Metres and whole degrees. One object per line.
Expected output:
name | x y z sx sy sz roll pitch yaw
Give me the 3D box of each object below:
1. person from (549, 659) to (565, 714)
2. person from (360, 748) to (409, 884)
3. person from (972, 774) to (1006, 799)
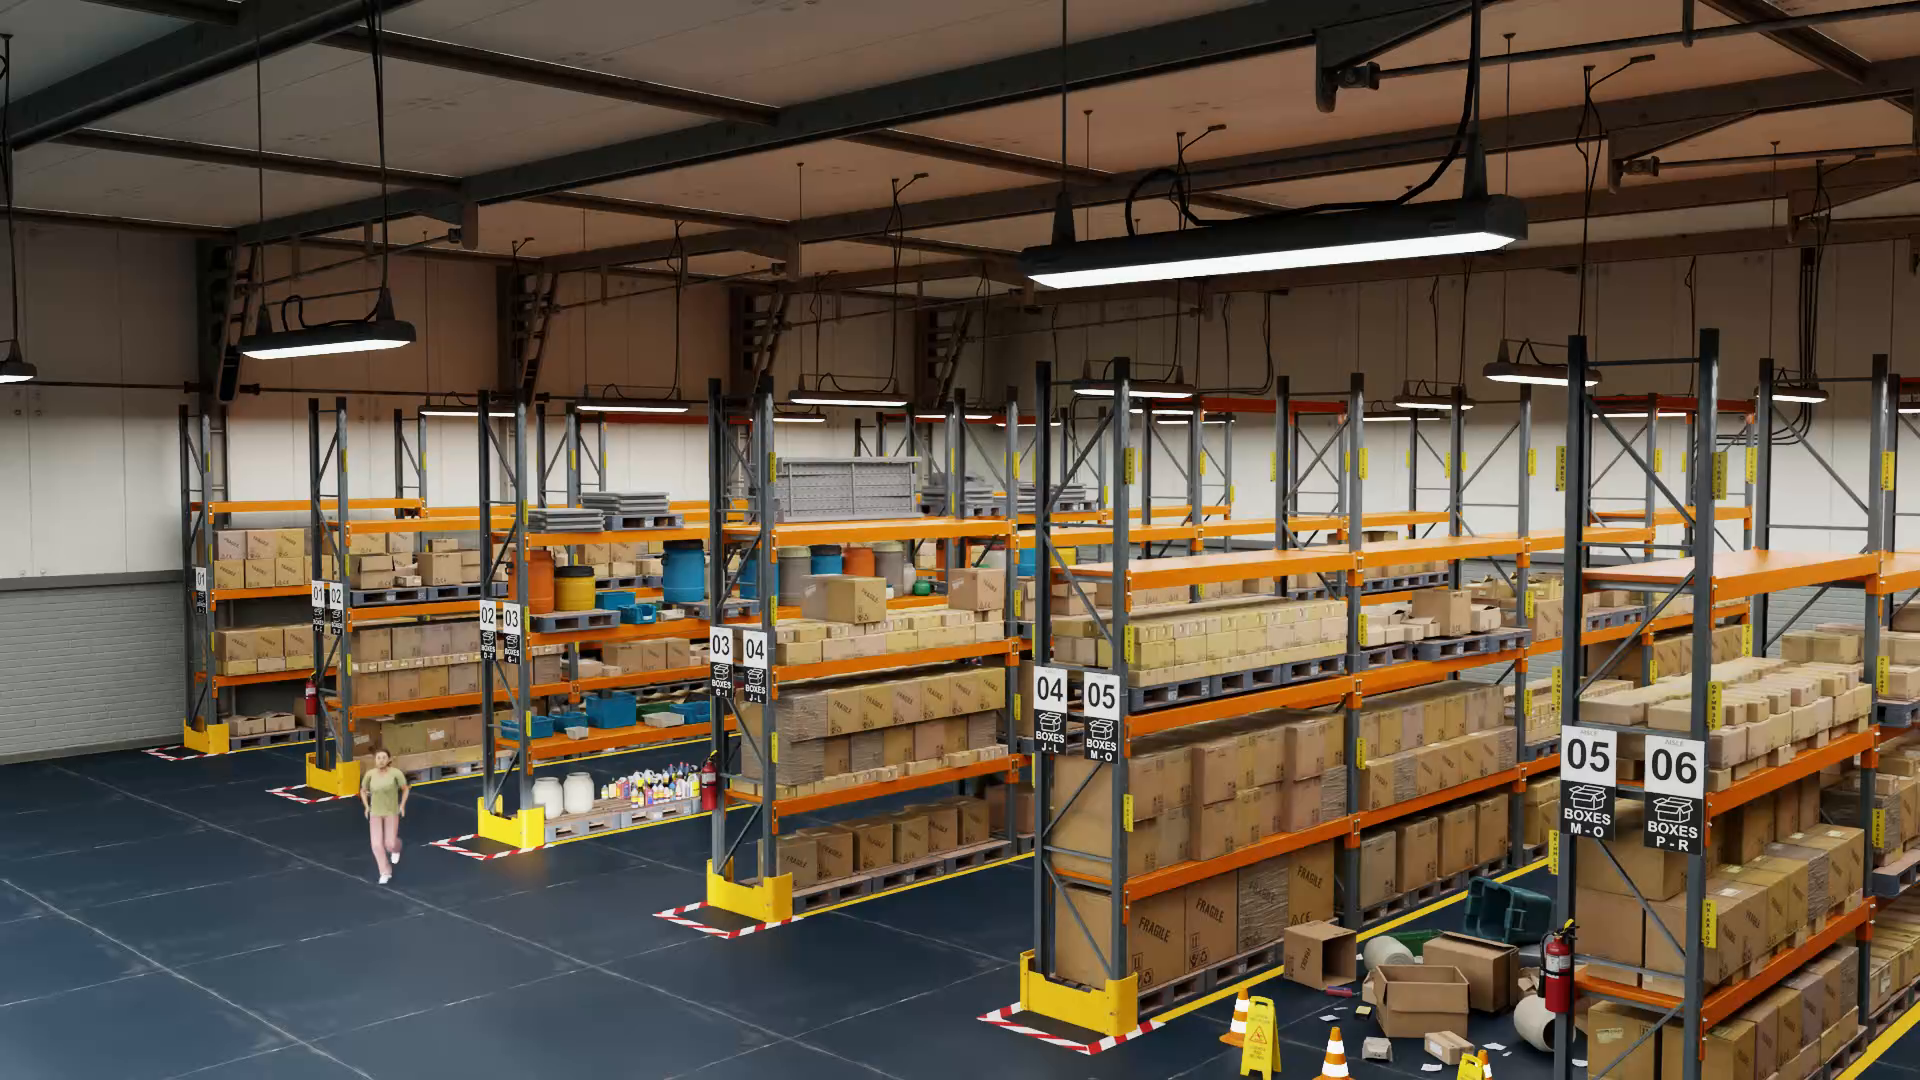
person | -7.422 2.725 30.586 0.627 1.680 0.657 2 4 36
person | -6.963 3.309 20.150 0.566 1.602 0.616 -1 3 -10
person | 0.358 2.996 23.938 0.711 1.753 1.053 3 4 42
